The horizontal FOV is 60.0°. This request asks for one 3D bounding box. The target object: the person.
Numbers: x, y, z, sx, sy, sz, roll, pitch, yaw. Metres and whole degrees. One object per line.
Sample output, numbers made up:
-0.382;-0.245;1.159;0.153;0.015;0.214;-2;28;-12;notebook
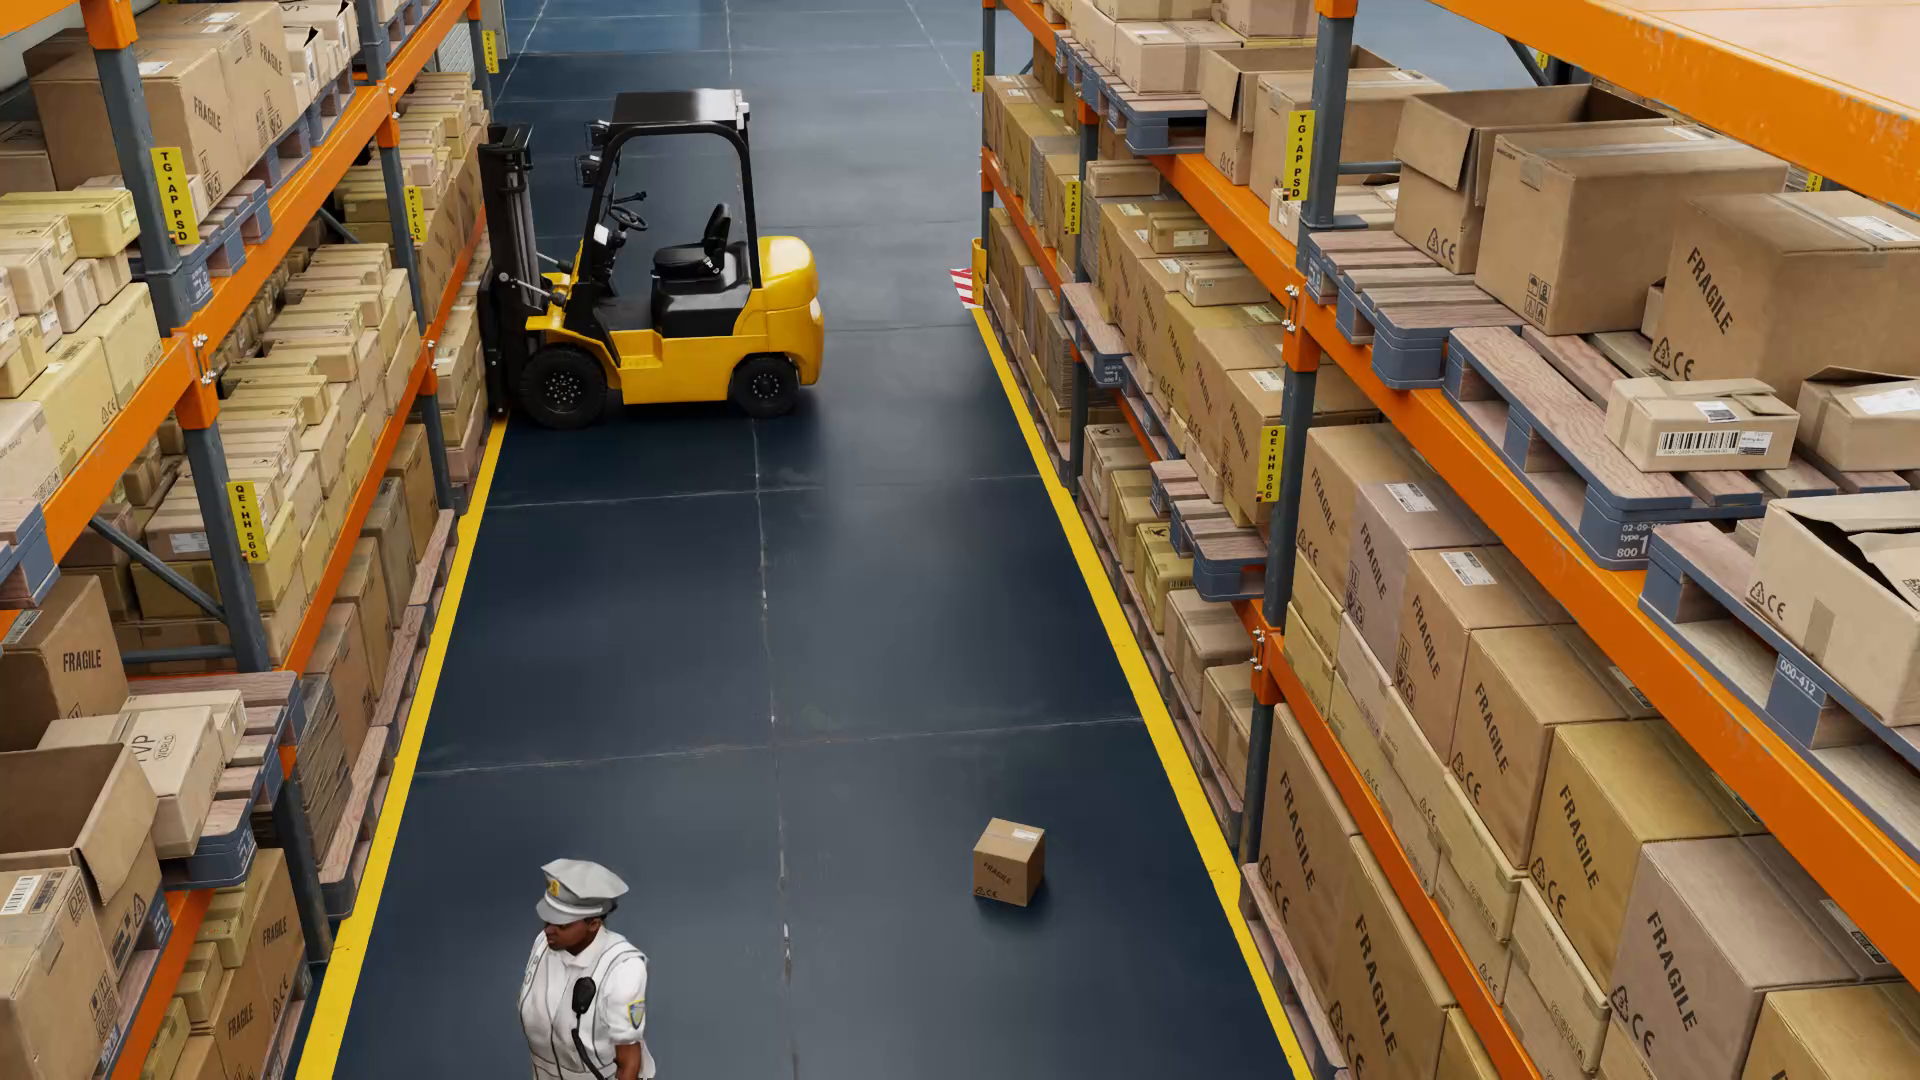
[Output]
-1.198;1.761;5.156;0.449;1.656;0.860;12;30;22;person
